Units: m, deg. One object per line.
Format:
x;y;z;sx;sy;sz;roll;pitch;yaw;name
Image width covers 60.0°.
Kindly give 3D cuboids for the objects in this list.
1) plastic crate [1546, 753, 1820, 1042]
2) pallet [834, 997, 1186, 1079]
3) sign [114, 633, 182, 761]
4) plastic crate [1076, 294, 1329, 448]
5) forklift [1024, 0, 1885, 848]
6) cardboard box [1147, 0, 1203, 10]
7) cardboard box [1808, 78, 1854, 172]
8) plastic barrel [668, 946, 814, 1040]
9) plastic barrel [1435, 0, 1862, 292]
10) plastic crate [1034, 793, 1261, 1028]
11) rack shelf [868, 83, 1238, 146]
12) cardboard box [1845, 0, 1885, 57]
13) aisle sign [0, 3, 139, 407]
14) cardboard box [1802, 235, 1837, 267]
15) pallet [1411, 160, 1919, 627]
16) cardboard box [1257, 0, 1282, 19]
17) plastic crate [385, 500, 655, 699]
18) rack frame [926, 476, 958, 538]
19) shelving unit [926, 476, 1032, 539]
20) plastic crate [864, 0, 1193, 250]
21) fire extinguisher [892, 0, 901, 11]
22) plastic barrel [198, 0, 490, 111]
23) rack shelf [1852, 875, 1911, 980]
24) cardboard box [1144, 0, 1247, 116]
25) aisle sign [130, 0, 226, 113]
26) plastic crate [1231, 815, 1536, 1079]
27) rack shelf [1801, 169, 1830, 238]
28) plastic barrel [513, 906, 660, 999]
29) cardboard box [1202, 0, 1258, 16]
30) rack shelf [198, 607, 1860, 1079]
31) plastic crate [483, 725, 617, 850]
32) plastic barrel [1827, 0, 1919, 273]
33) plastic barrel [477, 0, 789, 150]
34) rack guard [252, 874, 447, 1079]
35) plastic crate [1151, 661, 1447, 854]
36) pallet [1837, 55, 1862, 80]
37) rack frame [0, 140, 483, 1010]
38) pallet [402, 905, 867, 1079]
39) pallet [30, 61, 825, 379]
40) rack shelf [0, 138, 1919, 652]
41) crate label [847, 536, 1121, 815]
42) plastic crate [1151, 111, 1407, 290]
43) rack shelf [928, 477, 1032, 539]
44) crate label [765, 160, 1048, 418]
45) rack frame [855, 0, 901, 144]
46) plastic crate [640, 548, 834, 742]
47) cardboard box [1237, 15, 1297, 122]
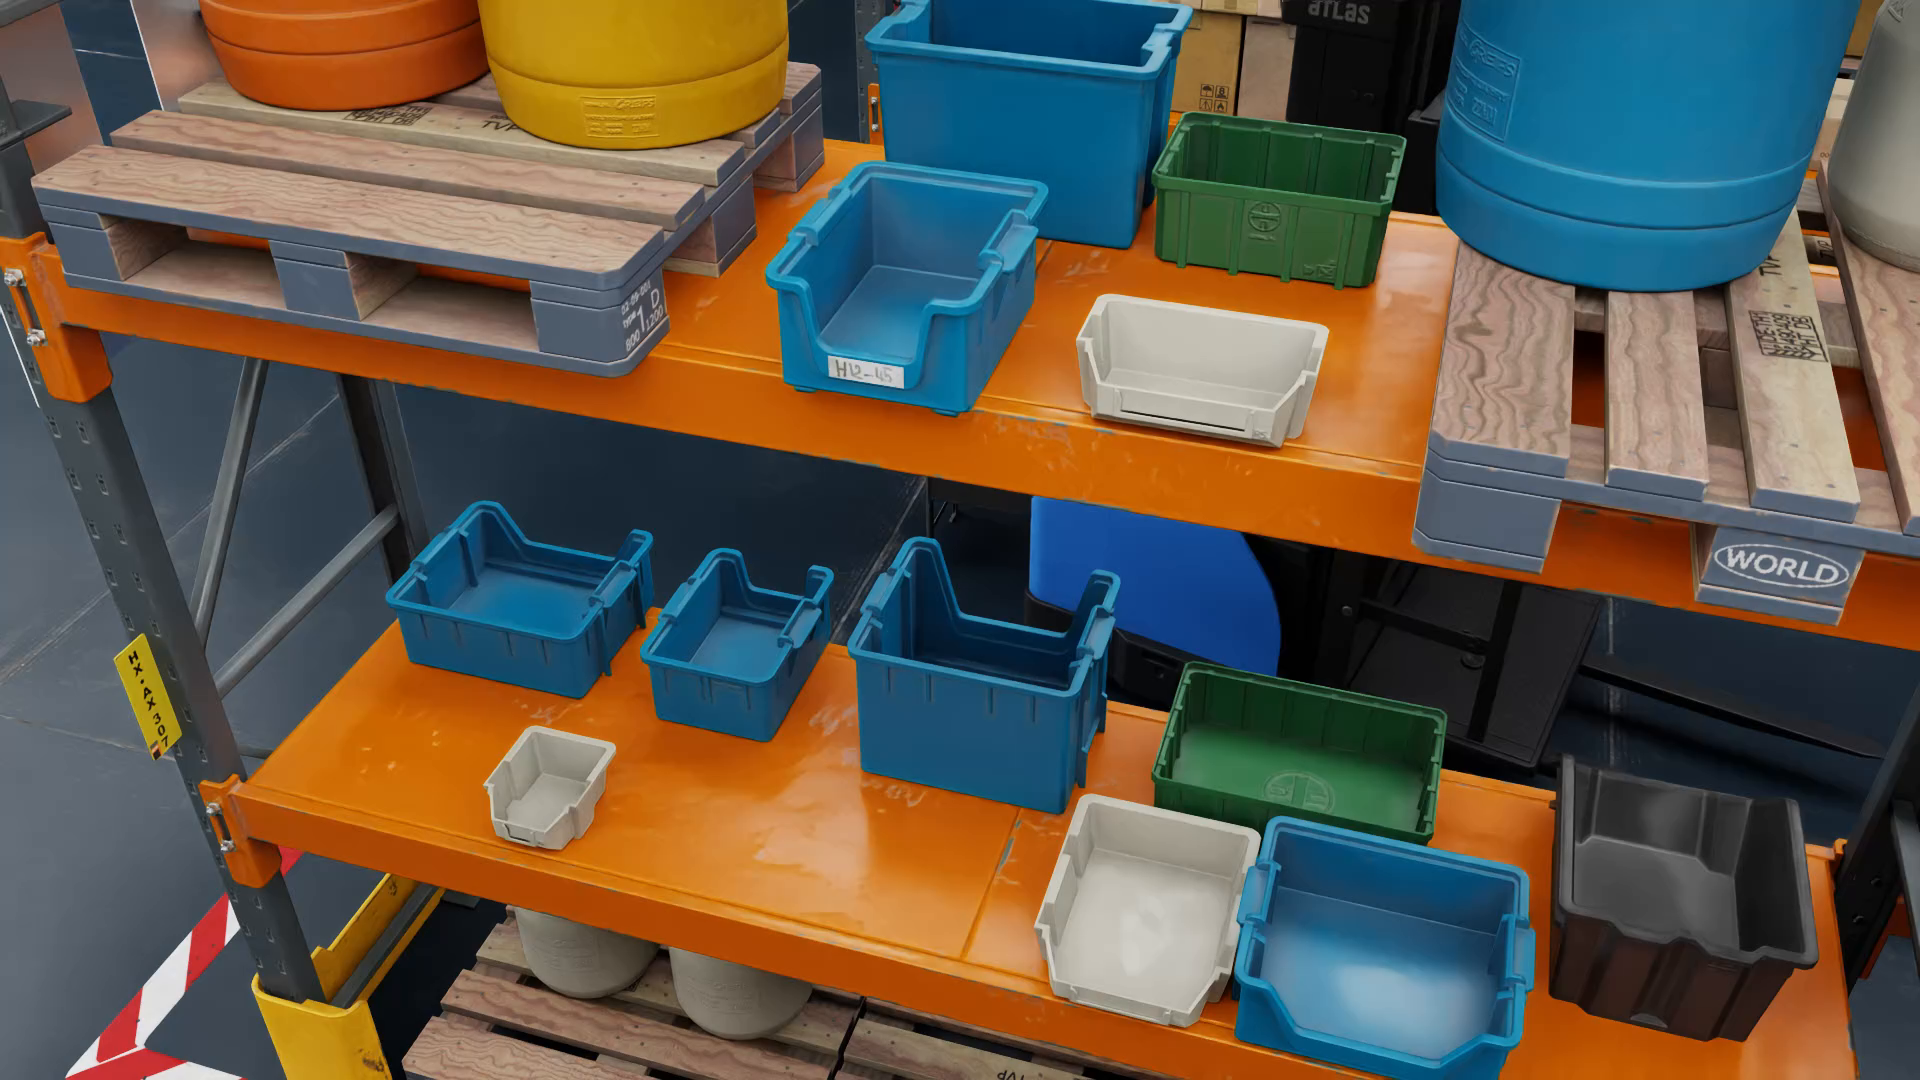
1.587;0.746;3.758;0.504;0.338;0.767;10;38;14;plastic crate
0.252;1.652;4.828;1.213;0.211;1.003;10;38;14;pallet
-1.938;0.378;3.973;0.005;0.325;0.100;10;38;14;sign
0.396;-0.271;2.780;0.396;0.136;0.243;10;38;14;plastic crate
1.788;-0.541;5.512;3.031;2.935;1.130;19;40;24;forklift
1.007;-2.552;7.555;0.250;0.149;0.380;9;37;12;cardboard box
4.012;-1.794;7.283;0.500;0.250;0.500;13;38;17;cardboard box
-0.640;1.173;4.870;0.421;0.512;0.421;0;36;0;plastic barrel
1.131;-0.930;2.675;0.708;0.901;0.600;10;38;14;plastic barrel
0.423;0.848;3.790;0.437;0.136;0.530;10;38;14;plastic crate
1.620;-1.980;8.017;4.000;0.370;1.077;10;38;14;rack shelf
6.218;-3.707;11.493;0.500;0.500;0.700;10;37;13;cardboard box
-1.925;-0.715;3.498;0.004;0.787;0.394;10;38;14;aisle sign
4.001;-1.295;7.971;0.500;0.311;0.500;10;38;14;cardboard box
1.331;-0.319;2.781;1.003;0.211;1.213;10;38;14;pallet
1.488;-2.461;7.432;0.250;0.149;0.380;11;38;14;cardboard box
-1.202;0.158;4.631;0.616;0.251;0.499;10;38;14;plastic crate
-0.075;-0.860;6.646;0.015;2.100;0.400;10;38;14;rack frame
0.158;-0.816;6.588;0.503;2.100;0.431;10;38;14;shelving unit
0.141;-0.856;3.366;0.575;0.384;0.392;10;38;14;plastic crate
-0.263;-2.876;8.692;0.183;0.674;0.296;10;38;14;fire extinguisher
-1.268;-1.358;3.317;0.708;0.830;0.600;10;38;14;plastic barrel
3.958;1.529;3.249;4.000;0.370;1.077;10;38;14;rack shelf
1.128;-2.393;7.886;0.500;0.500;0.700;11;38;14;cardboard box
-1.750;-1.049;3.952;0.004;0.787;0.394;10;38;14;aisle sign
0.911;0.904;3.617;0.616;0.251;0.499;10;38;14;plastic crate
5.438;-1.273;7.056;4.000;0.370;1.077;10;38;14;rack shelf
-1.118;1.085;4.990;0.421;0.512;0.421;0;36;0;plastic barrel
1.251;-2.507;7.494;0.250;0.149;0.380;10;38;13;cardboard box
0.140;0.822;4.210;4.000;0.370;1.077;10;38;14;rack shelf
-1.011;0.625;4.093;0.250;0.136;0.298;10;38;14;plastic crate
1.696;-0.724;2.724;0.421;0.512;0.421;0;36;0;plastic barrel
-0.643;-1.145;3.231;0.600;0.588;0.600;0;36;0;plastic barrel
-1.683;1.172;5.236;0.348;0.500;1.175;10;38;14;rack guard
0.837;0.571;4.122;0.662;0.188;0.450;10;38;14;plastic crate
5.746;-3.460;11.773;1.213;0.211;1.003;10;38;14;pallet
-1.769;0.179;4.477;0.127;3.000;1.000;10;38;14;rack frame
-0.909;1.435;5.122;1.213;0.211;1.003;10;38;14;pallet
-1.009;-0.752;3.370;1.213;0.211;1.003;10;38;14;pallet
0.140;-0.386;3.321;4.000;0.370;1.077;10;38;14;rack shelf
0.068;0.337;4.232;0.616;0.435;0.502;10;38;14;crate label
0.624;-0.670;3.278;0.450;0.188;0.336;10;38;14;plastic crate
0.158;-0.242;7.011;0.480;0.518;0.431;10;38;14;rack shelf
-0.081;-0.452;2.928;0.408;0.251;0.502;10;38;14;crate label
-0.289;-2.623;8.284;0.127;3.000;1.000;10;38;14;rack frame
-0.584;0.276;4.470;0.408;0.251;0.499;10;38;14;plastic crate
1.631;-2.302;7.762;0.500;0.500;0.700;12;38;15;cardboard box
